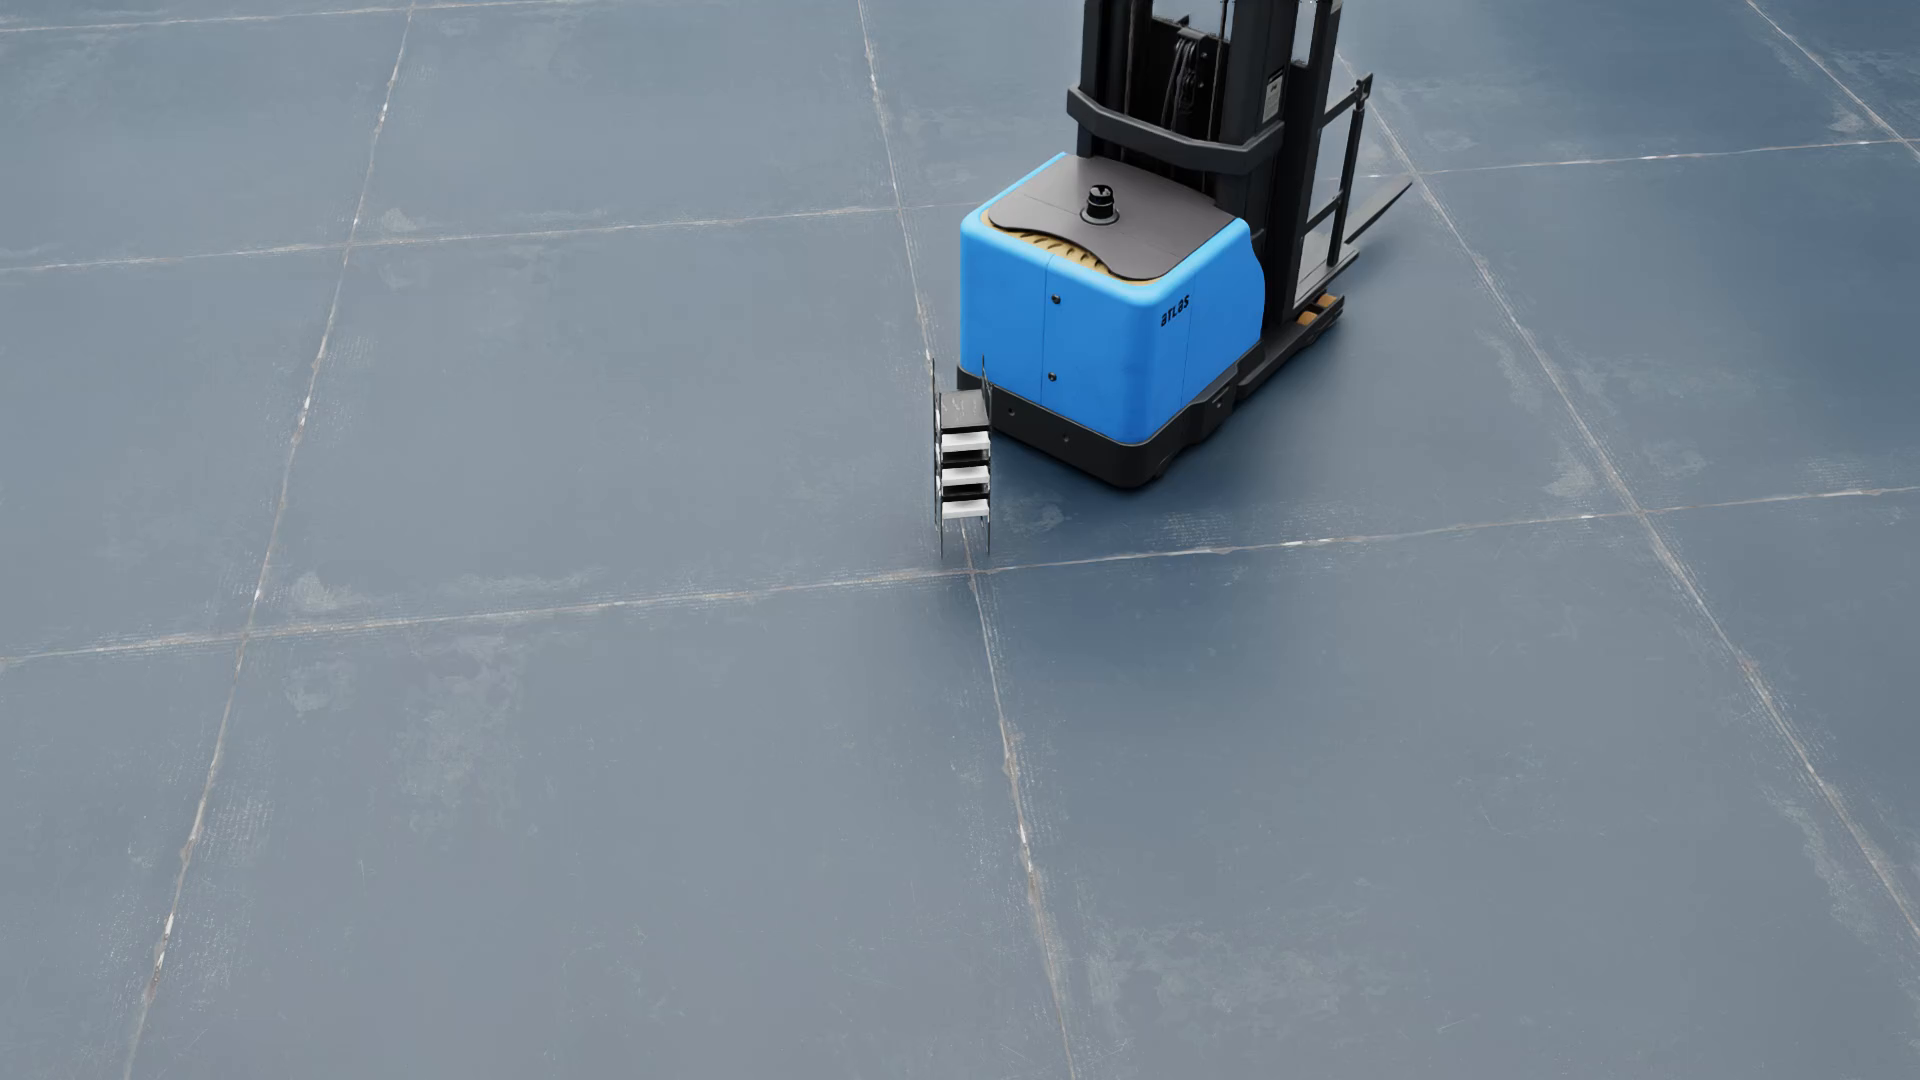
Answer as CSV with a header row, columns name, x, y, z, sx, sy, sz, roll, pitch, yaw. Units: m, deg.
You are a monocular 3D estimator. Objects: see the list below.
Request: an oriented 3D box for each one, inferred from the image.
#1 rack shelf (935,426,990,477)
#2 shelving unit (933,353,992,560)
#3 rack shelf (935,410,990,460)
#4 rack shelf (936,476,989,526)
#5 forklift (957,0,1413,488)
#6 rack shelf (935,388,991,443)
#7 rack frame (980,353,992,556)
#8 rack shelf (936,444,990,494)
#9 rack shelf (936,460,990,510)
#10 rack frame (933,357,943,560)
name,x,y,z,sx,sy,sz,roll,pitch,yaw
rack shelf,0.008,-0.377,6.911,0.200,0.077,0.258,-5,42,-6
shelving unit,0.008,-0.335,6.949,0.210,0.900,0.258,-5,42,-6
rack shelf,0.008,-0.444,6.851,0.200,0.077,0.258,-5,42,-6
rack shelf,0.008,-0.176,7.092,0.200,0.077,0.258,-5,42,-6
forklift,1.290,-2.252,7.559,1.130,2.935,3.031,28,49,27
rack shelf,0.008,-0.511,6.791,0.200,0.077,0.258,-5,42,-6
rack frame,0.109,-0.344,6.959,0.006,0.900,0.240,-5,42,-6
rack shelf,0.008,-0.310,6.972,0.200,0.077,0.258,-5,42,-6
rack shelf,0.008,-0.243,7.032,0.200,0.077,0.258,-5,42,-6
rack frame,-0.093,-0.326,6.940,0.006,0.900,0.240,-5,42,-6
